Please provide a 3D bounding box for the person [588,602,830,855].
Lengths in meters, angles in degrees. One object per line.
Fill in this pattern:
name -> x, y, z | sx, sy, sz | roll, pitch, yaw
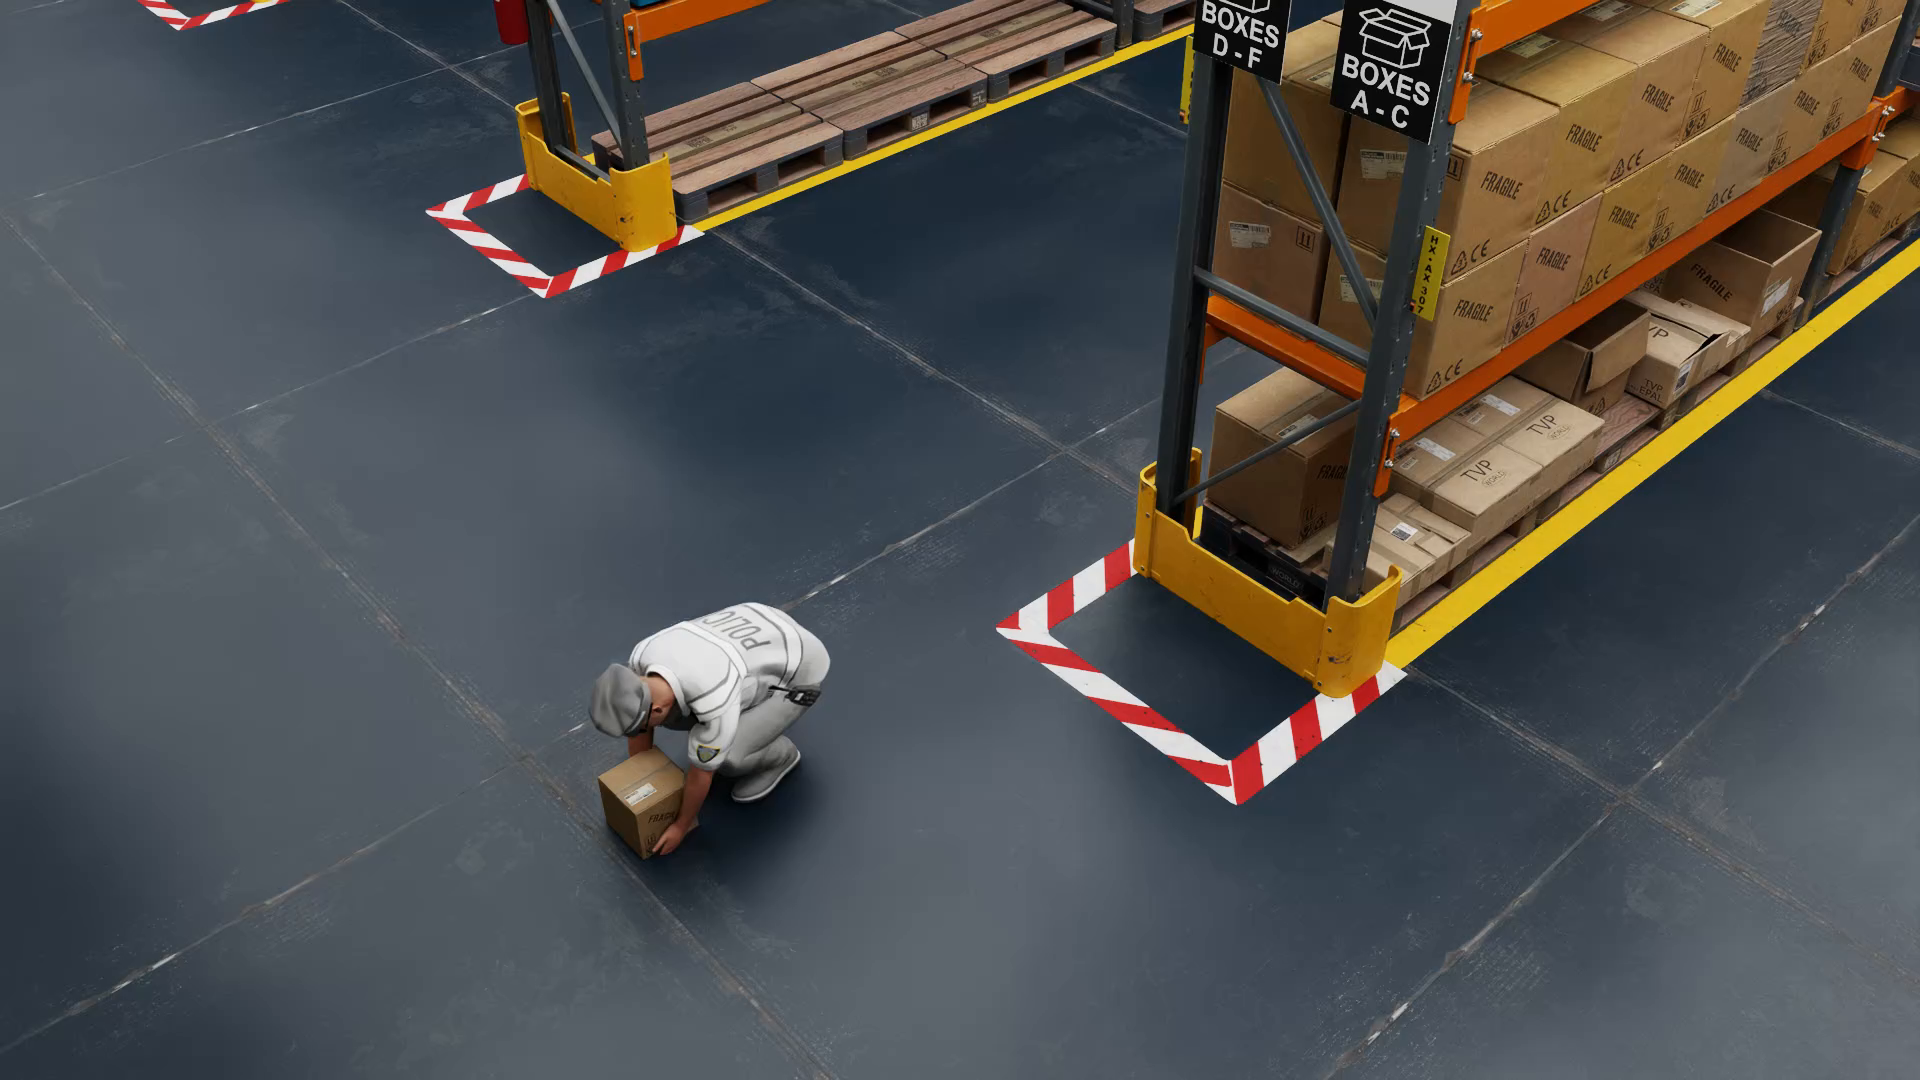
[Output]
person -> -0.924, 0.626, 6.154 | 0.974, 0.898, 0.548 | -30, 48, -32
